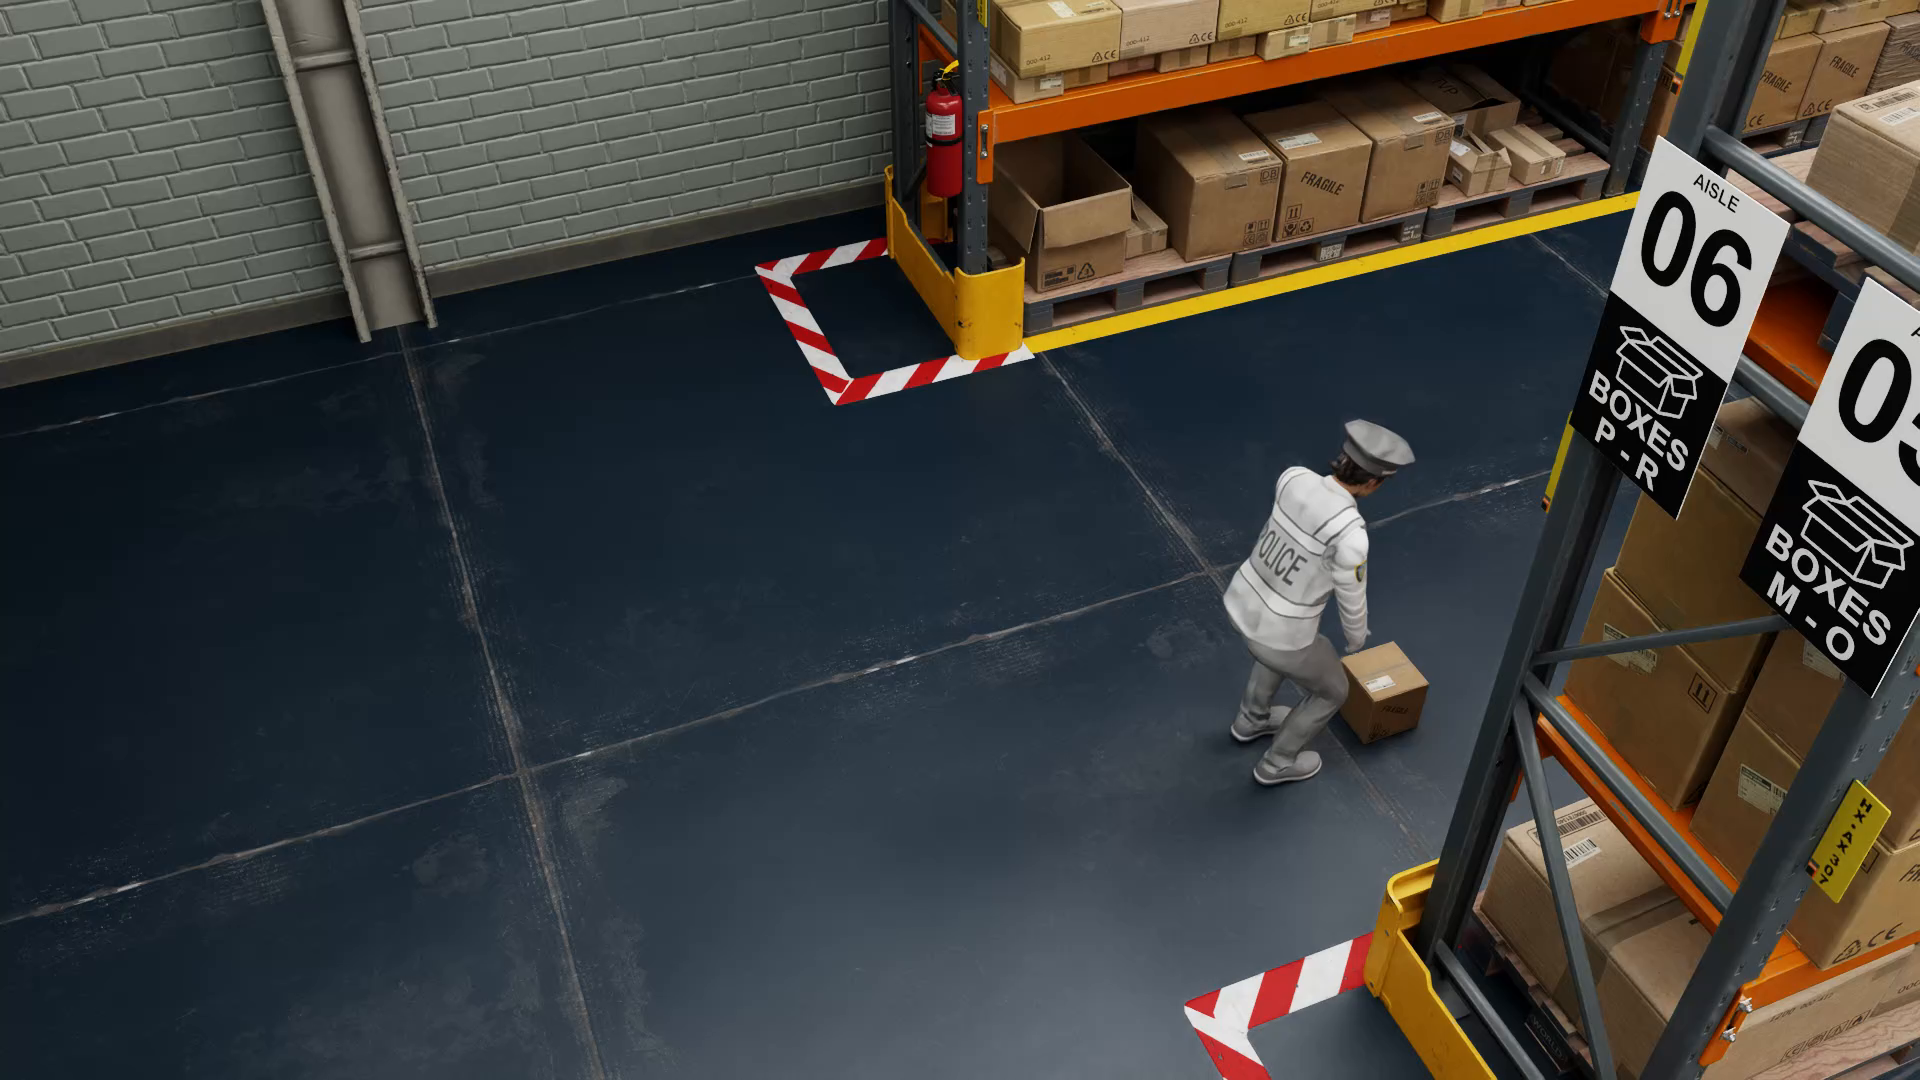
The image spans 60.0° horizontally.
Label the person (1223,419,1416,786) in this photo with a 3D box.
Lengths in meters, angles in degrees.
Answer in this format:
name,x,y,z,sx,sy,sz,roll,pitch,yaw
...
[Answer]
name,x,y,z,sx,sy,sz,roll,pitch,yaw
person,1.245,0.236,6.028,0.612,1.501,0.529,-15,44,-16
